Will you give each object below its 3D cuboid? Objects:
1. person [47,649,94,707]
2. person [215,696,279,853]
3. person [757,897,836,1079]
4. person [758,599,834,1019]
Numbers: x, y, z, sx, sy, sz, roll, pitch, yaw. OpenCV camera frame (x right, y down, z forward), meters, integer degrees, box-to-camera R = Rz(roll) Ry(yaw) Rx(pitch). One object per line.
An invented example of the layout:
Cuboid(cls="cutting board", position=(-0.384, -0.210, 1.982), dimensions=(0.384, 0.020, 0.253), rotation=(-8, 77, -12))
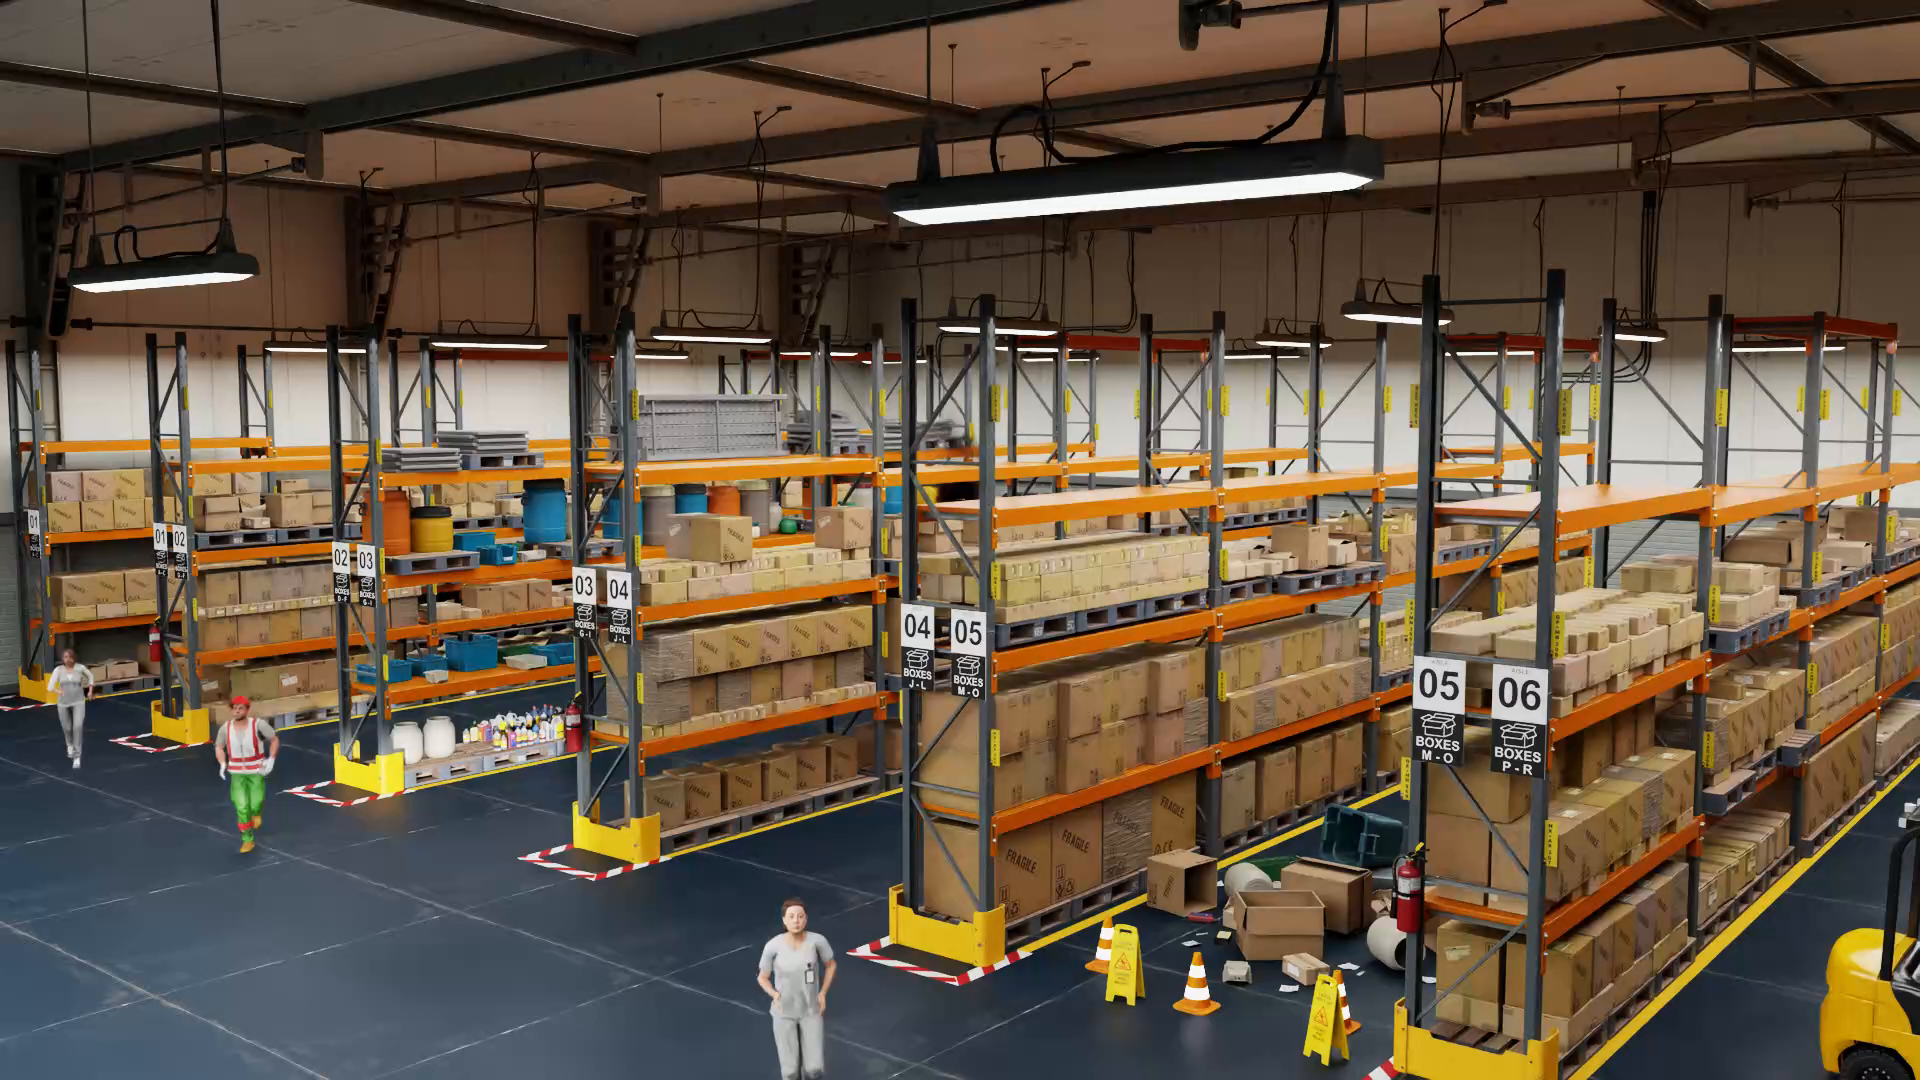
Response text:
Cuboid(cls="person", position=(-12.218, 1.889, 22.824), dimensions=(0.559, 0.794, 0.569), rotation=(-2, 6, -24))
Cuboid(cls="person", position=(-5.500, 2.024, 25.271), dimensions=(8.497, 1.760, 12.225), rotation=(-1, 5, -13))
Cuboid(cls="person", position=(-1.128, 3.308, 11.585), dimensions=(0.558, 1.624, 0.568), rotation=(-1, 5, -8))
Cuboid(cls="person", position=(-1.970, 2.385, 21.782), dimensions=(12.471, 1.675, 17.227), rotation=(3, 6, 31))
